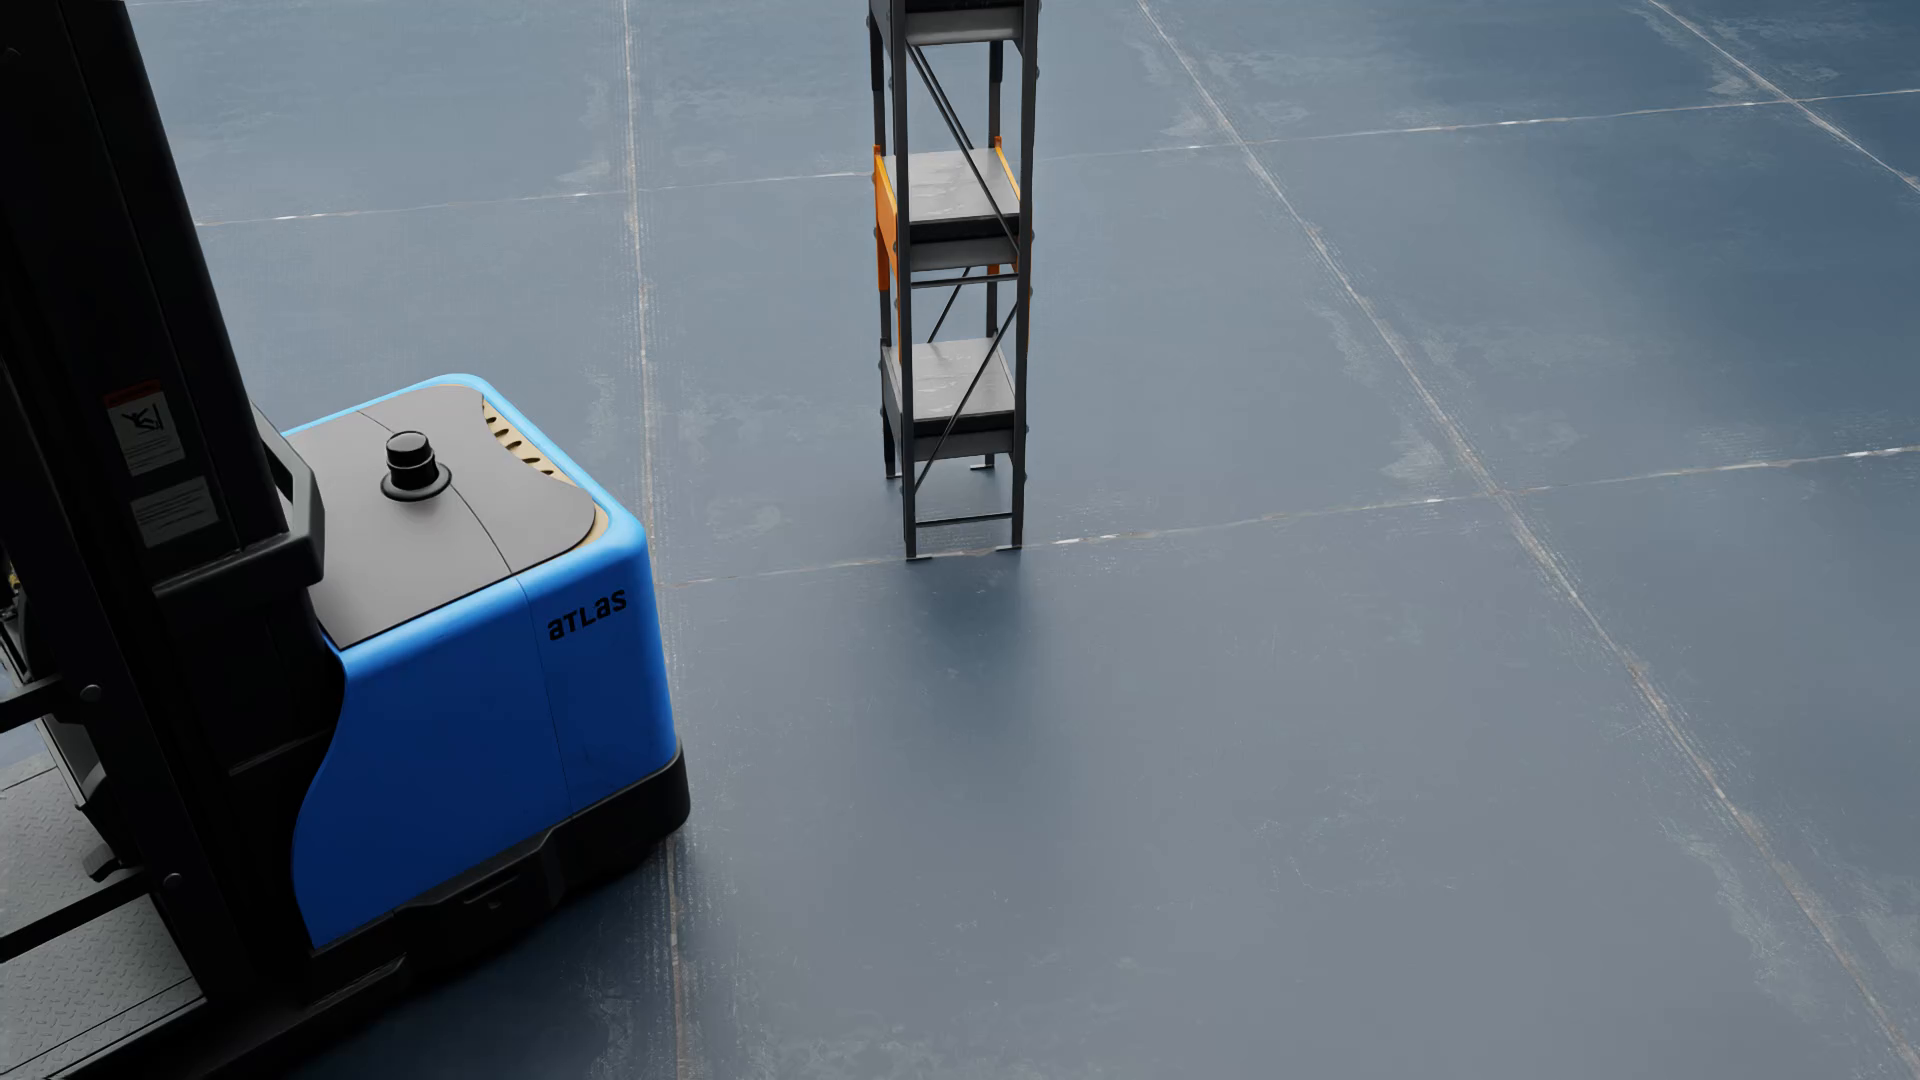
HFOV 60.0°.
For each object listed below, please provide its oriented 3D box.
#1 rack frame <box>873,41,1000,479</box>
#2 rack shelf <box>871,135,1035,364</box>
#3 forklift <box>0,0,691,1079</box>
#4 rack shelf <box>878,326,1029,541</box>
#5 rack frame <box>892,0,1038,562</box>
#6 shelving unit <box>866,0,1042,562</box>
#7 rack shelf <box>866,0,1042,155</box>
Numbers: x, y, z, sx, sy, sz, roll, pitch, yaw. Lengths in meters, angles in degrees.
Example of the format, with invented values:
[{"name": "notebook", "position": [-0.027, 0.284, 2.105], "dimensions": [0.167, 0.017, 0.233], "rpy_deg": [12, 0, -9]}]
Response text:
[{"name": "rack frame", "position": [-0.072, -1.077, 5.424], "dimensions": [0.400, 2.100, 0.015], "rpy_deg": [-6, 38, -8]}, {"name": "rack shelf", "position": [-0.029, -0.918, 5.243], "dimensions": [0.431, 0.518, 0.480], "rpy_deg": [-6, 38, -8]}, {"name": "forklift", "position": [-2.218, 0.002, 3.358], "dimensions": [3.031, 2.935, 1.130], "rpy_deg": [-27, 45, -30]}, {"name": "rack shelf", "position": [-0.029, -0.366, 5.672], "dimensions": [0.431, 0.518, 0.480], "rpy_deg": [-6, 38, -8]}, {"name": "rack frame", "position": [0.014, -0.782, 5.045], "dimensions": [0.400, 2.100, 0.015], "rpy_deg": [-6, 38, -8]}, {"name": "shelving unit", "position": [-0.029, -0.929, 5.235], "dimensions": [0.431, 2.100, 0.503], "rpy_deg": [-6, 38, -8]}, {"name": "rack shelf", "position": [-0.029, -1.471, 4.813], "dimensions": [0.431, 0.518, 0.480], "rpy_deg": [-6, 38, -8]}]
